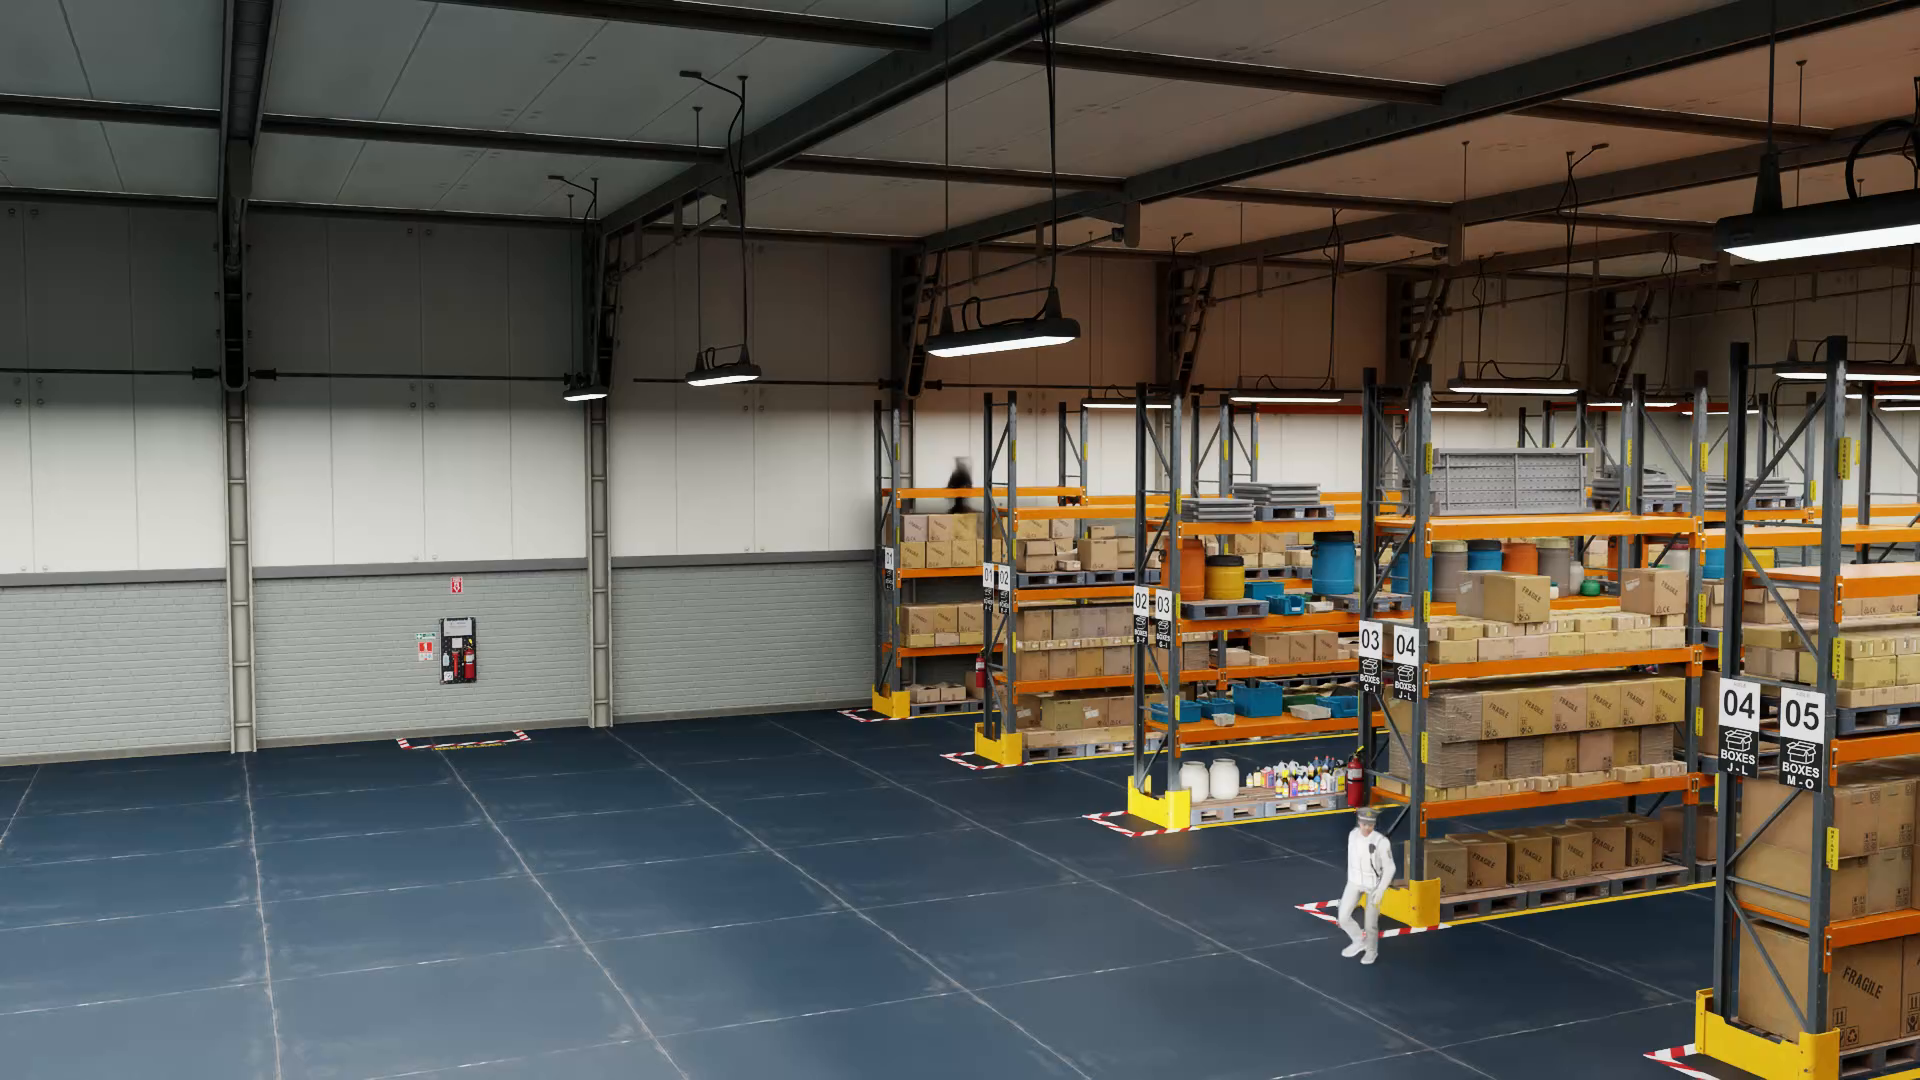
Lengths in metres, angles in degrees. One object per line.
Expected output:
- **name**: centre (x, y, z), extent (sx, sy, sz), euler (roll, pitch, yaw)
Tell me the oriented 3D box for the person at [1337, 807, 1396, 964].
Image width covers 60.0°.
- **person**: centre (4.009, 3.403, 16.325), extent (0.594, 1.617, 0.670), euler (2, 4, 34)
